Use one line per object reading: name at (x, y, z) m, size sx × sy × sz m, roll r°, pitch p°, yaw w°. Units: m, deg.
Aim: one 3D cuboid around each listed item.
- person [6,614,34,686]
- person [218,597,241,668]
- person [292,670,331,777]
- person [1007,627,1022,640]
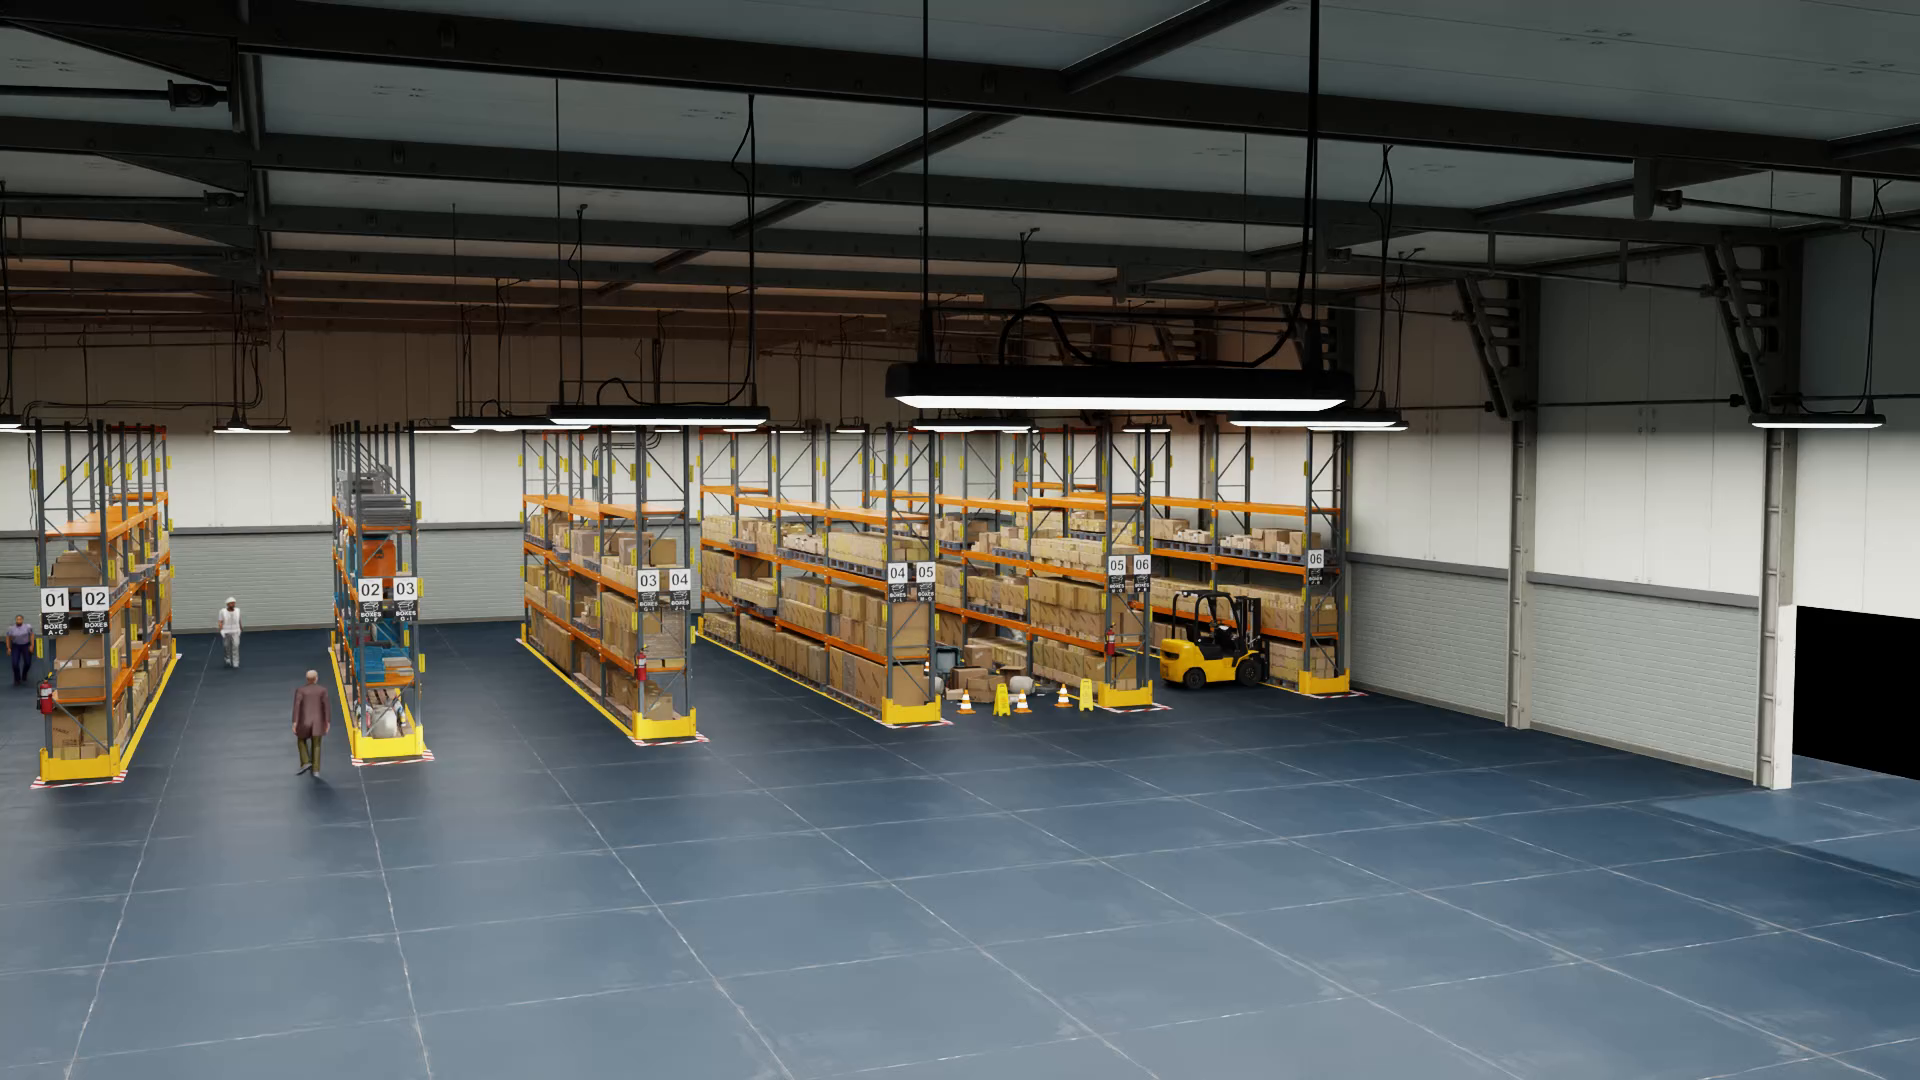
person at (-21.732, 2.519, 38.457) m, size 0.576 × 1.633 × 0.544 m, roll -2°, pitch 4°, yaw -28°
person at (-18.051, 2.281, 41.111) m, size 0.522 × 1.728 × 1.094 m, roll -2°, pitch 4°, yaw -24°
person at (-10.901, 3.074, 27.950) m, size 0.626 × 1.767 × 0.545 m, roll -2°, pitch 4°, yaw -28°
person at (1.522, 1.920, 44.765) m, size 0.447 × 1.634 × 0.487 m, roll 3°, pitch 5°, yaw 44°
